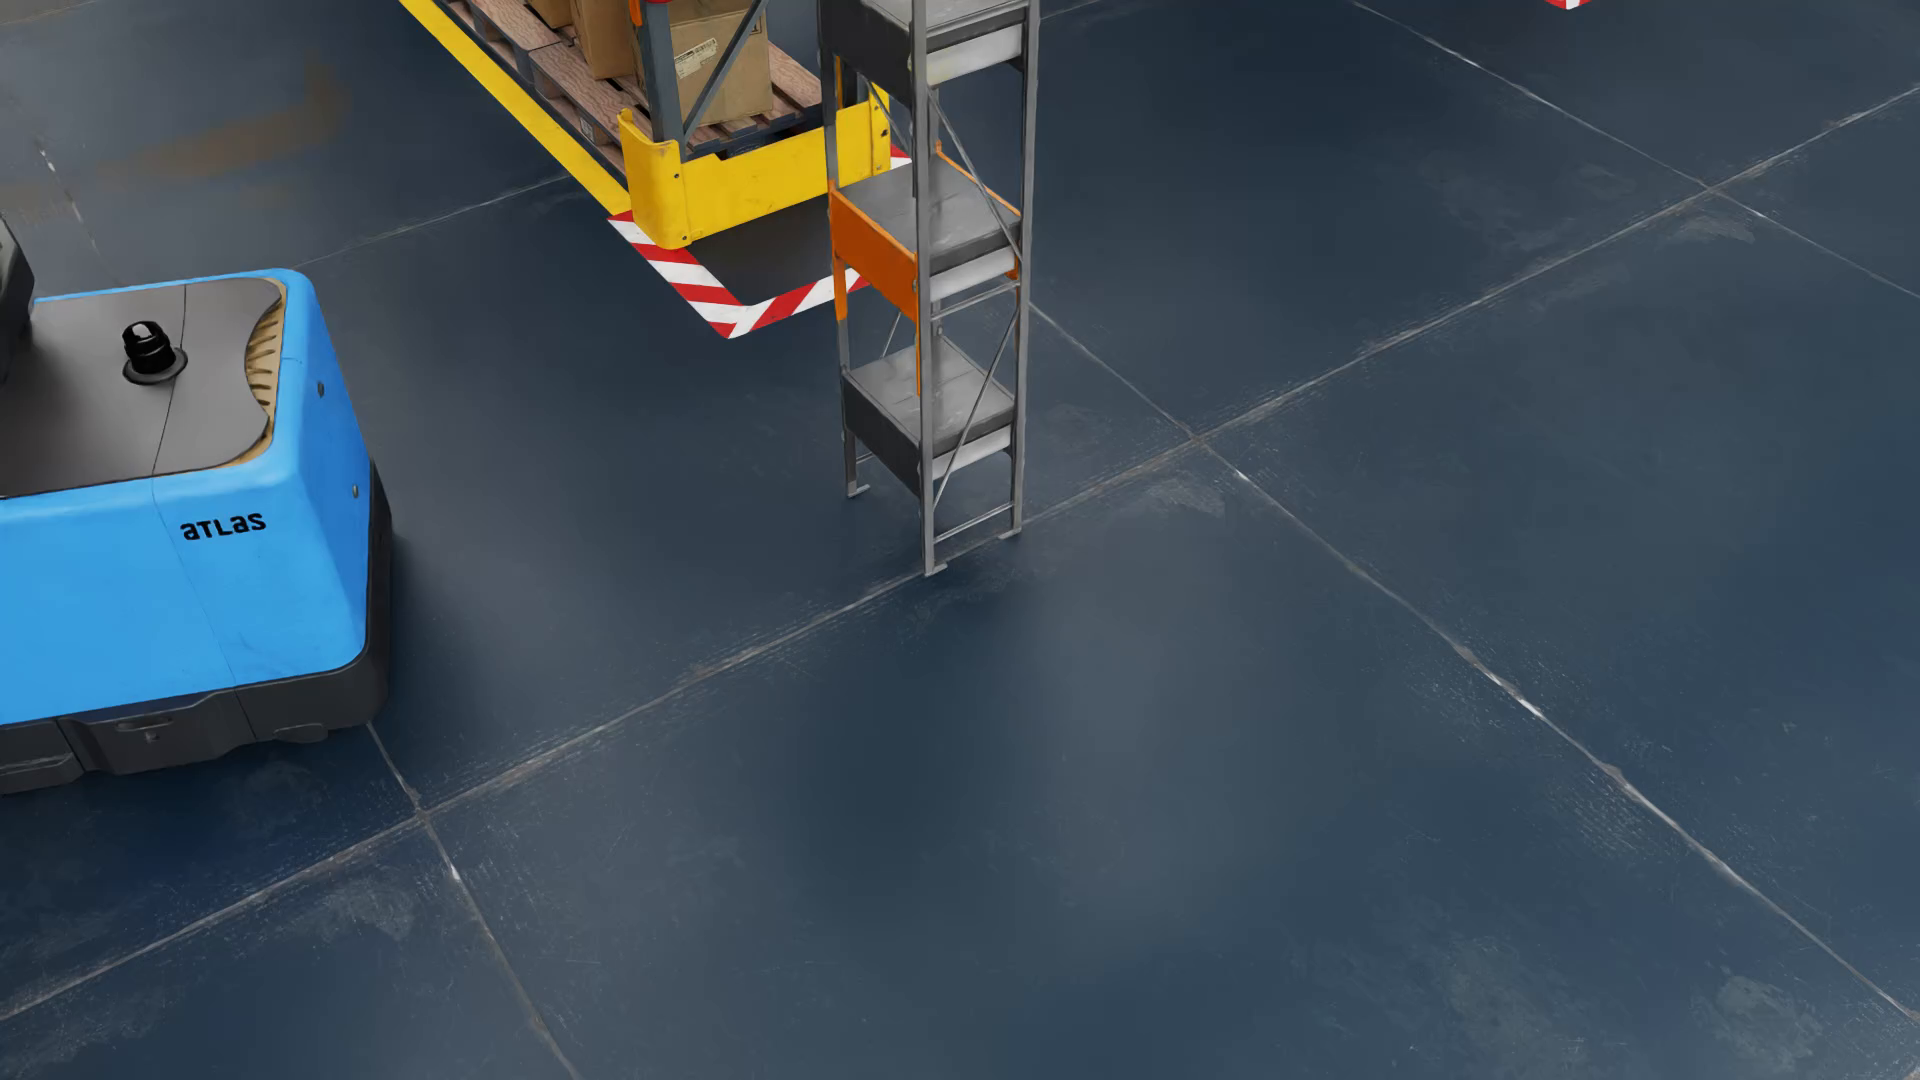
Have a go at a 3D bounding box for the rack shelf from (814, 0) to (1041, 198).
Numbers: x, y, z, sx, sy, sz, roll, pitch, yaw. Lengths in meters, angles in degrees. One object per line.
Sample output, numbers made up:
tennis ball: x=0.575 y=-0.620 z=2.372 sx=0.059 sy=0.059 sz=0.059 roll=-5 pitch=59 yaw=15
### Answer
rack shelf: x=-0.095 y=-1.350 z=4.649 sx=0.431 sy=0.518 sz=0.480 roll=-26 pitch=49 yaw=-24

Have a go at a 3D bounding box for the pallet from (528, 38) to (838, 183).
pallet: x=-1.299 y=-2.089 z=7.785 sx=1.003 sy=0.211 sz=1.213 roll=-26 pitch=49 yaw=-24

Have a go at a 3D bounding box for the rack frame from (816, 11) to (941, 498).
rack frame: x=-0.234 y=-0.991 z=5.268 sx=0.400 sy=2.100 sz=0.015 roll=-26 pitch=49 yaw=-24

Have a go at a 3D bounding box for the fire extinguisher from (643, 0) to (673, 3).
fire extinguisher: x=-1.132 y=-2.306 z=6.049 sx=0.296 sy=0.674 sz=0.183 roll=-26 pitch=49 yaw=-24

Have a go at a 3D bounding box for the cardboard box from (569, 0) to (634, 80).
cardboard box: x=-1.533 y=-2.514 z=7.717 sx=0.500 sy=0.500 sz=0.500 roll=-14 pitch=45 yaw=-14

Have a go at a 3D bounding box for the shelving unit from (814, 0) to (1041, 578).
shelving unit: x=-0.095 y=-0.853 z=5.123 sx=0.431 sy=2.100 sz=0.503 roll=-26 pitch=49 yaw=-24

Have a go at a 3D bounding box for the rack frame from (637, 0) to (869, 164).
rack frame: x=-0.820 y=-2.581 z=6.281 sx=1.000 sy=3.000 sz=0.127 roll=-26 pitch=49 yaw=-24

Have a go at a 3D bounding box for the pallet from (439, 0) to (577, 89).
pallet: x=-1.993 y=-2.779 z=8.509 sx=1.003 sy=0.211 sz=1.213 roll=-26 pitch=49 yaw=-24

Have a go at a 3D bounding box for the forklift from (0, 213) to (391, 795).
forklift: x=-3.339 y=-0.571 z=4.225 sx=3.031 sy=2.935 sz=1.130 roll=-9 pitch=44 yaw=-10

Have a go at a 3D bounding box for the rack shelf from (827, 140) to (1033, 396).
rack shelf: x=-0.095 y=-0.843 z=5.133 sx=0.431 sy=0.518 sz=0.480 roll=-26 pitch=49 yaw=-24

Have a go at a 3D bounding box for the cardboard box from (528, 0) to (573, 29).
cardboard box: x=-1.876 y=-2.876 z=8.096 sx=0.500 sy=0.500 sz=0.500 roll=-21 pitch=48 yaw=-21

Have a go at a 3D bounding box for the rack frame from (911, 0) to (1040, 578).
rack frame: x=0.045 y=-0.715 z=4.978 sx=0.400 sy=2.100 sz=0.015 roll=-26 pitch=49 yaw=-24

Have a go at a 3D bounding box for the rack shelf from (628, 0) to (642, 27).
rack shelf: x=-1.964 y=-3.453 z=7.716 sx=1.077 sy=0.370 sz=4.000 roll=-26 pitch=49 yaw=-24

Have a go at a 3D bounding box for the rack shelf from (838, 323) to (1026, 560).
rack shelf: x=-0.095 y=-0.337 z=5.616 sx=0.431 sy=0.518 sz=0.480 roll=-26 pitch=49 yaw=-24

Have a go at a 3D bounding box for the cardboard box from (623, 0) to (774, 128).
cardboard box: x=-1.163 y=-2.189 z=7.376 sx=0.500 sy=0.500 sz=0.500 roll=-17 pitch=46 yaw=-17

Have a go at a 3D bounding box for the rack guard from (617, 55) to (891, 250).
rack guard: x=-0.863 y=-1.719 z=7.189 sx=1.175 sy=0.500 sz=0.348 roll=-26 pitch=49 yaw=-24
